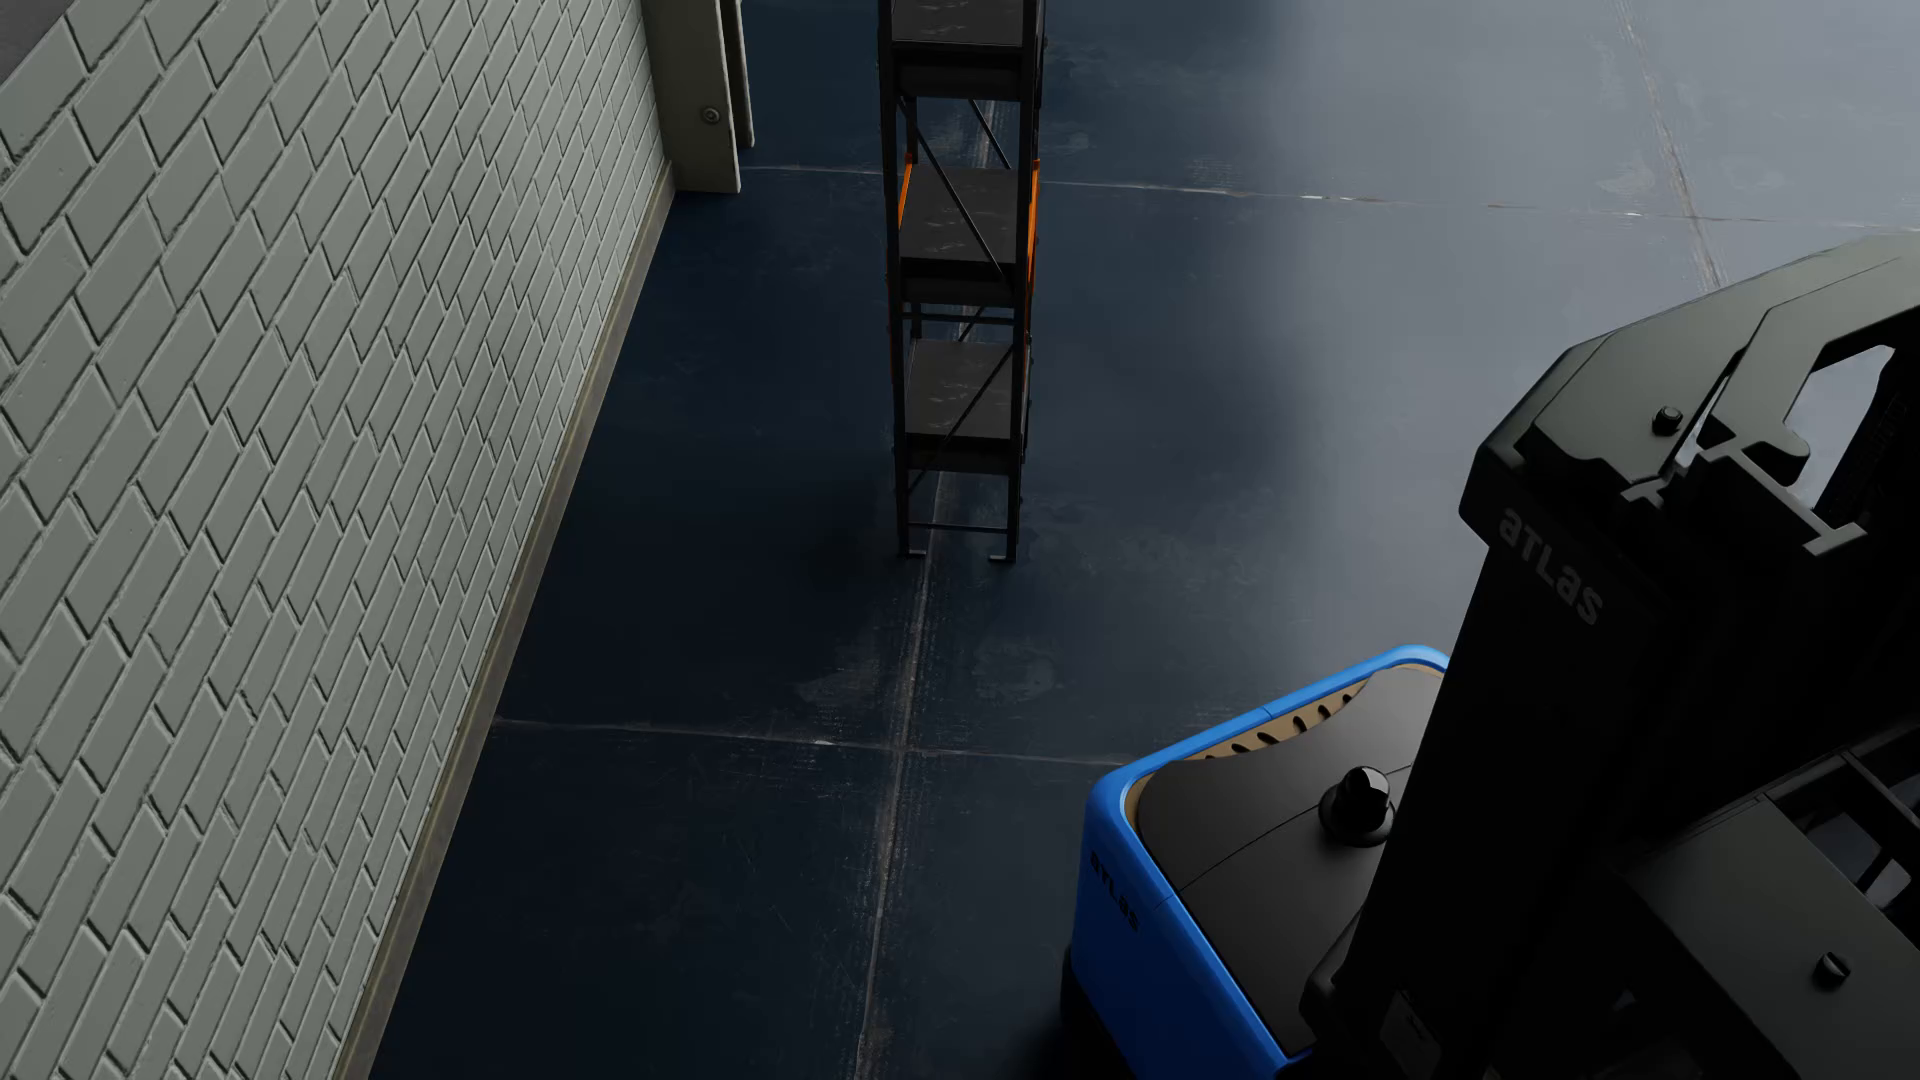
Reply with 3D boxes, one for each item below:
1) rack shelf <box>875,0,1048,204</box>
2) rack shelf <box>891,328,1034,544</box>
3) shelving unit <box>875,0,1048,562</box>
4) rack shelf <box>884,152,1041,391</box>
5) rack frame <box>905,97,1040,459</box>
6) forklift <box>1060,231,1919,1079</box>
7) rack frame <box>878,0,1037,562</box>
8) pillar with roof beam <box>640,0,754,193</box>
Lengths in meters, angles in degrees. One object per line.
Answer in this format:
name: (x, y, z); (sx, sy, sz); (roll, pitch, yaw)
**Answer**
rack shelf: (0.015, -1.294, 4.580); (0.431, 0.518, 0.480); (4, 48, 4)
rack shelf: (0.015, -0.349, 5.613); (0.431, 0.518, 0.480); (4, 48, 4)
shelving unit: (0.015, -0.830, 5.086); (0.431, 2.100, 0.503); (4, 48, 4)
rack shelf: (0.015, -0.821, 5.097); (0.431, 0.518, 0.480); (4, 48, 4)
rack frame: (0.037, -1.010, 5.250); (0.400, 2.100, 0.015); (4, 48, 4)
forklift: (1.389, 1.102, 2.756); (1.130, 2.935, 3.031); (-21, 51, -18)
rack frame: (-0.007, -0.651, 4.922); (0.400, 2.100, 0.015); (4, 48, 4)
pillar with roof beam: (3.205, -4.385, 3.662); (9.100, 9.000, 0.400); (4, 48, 4)
